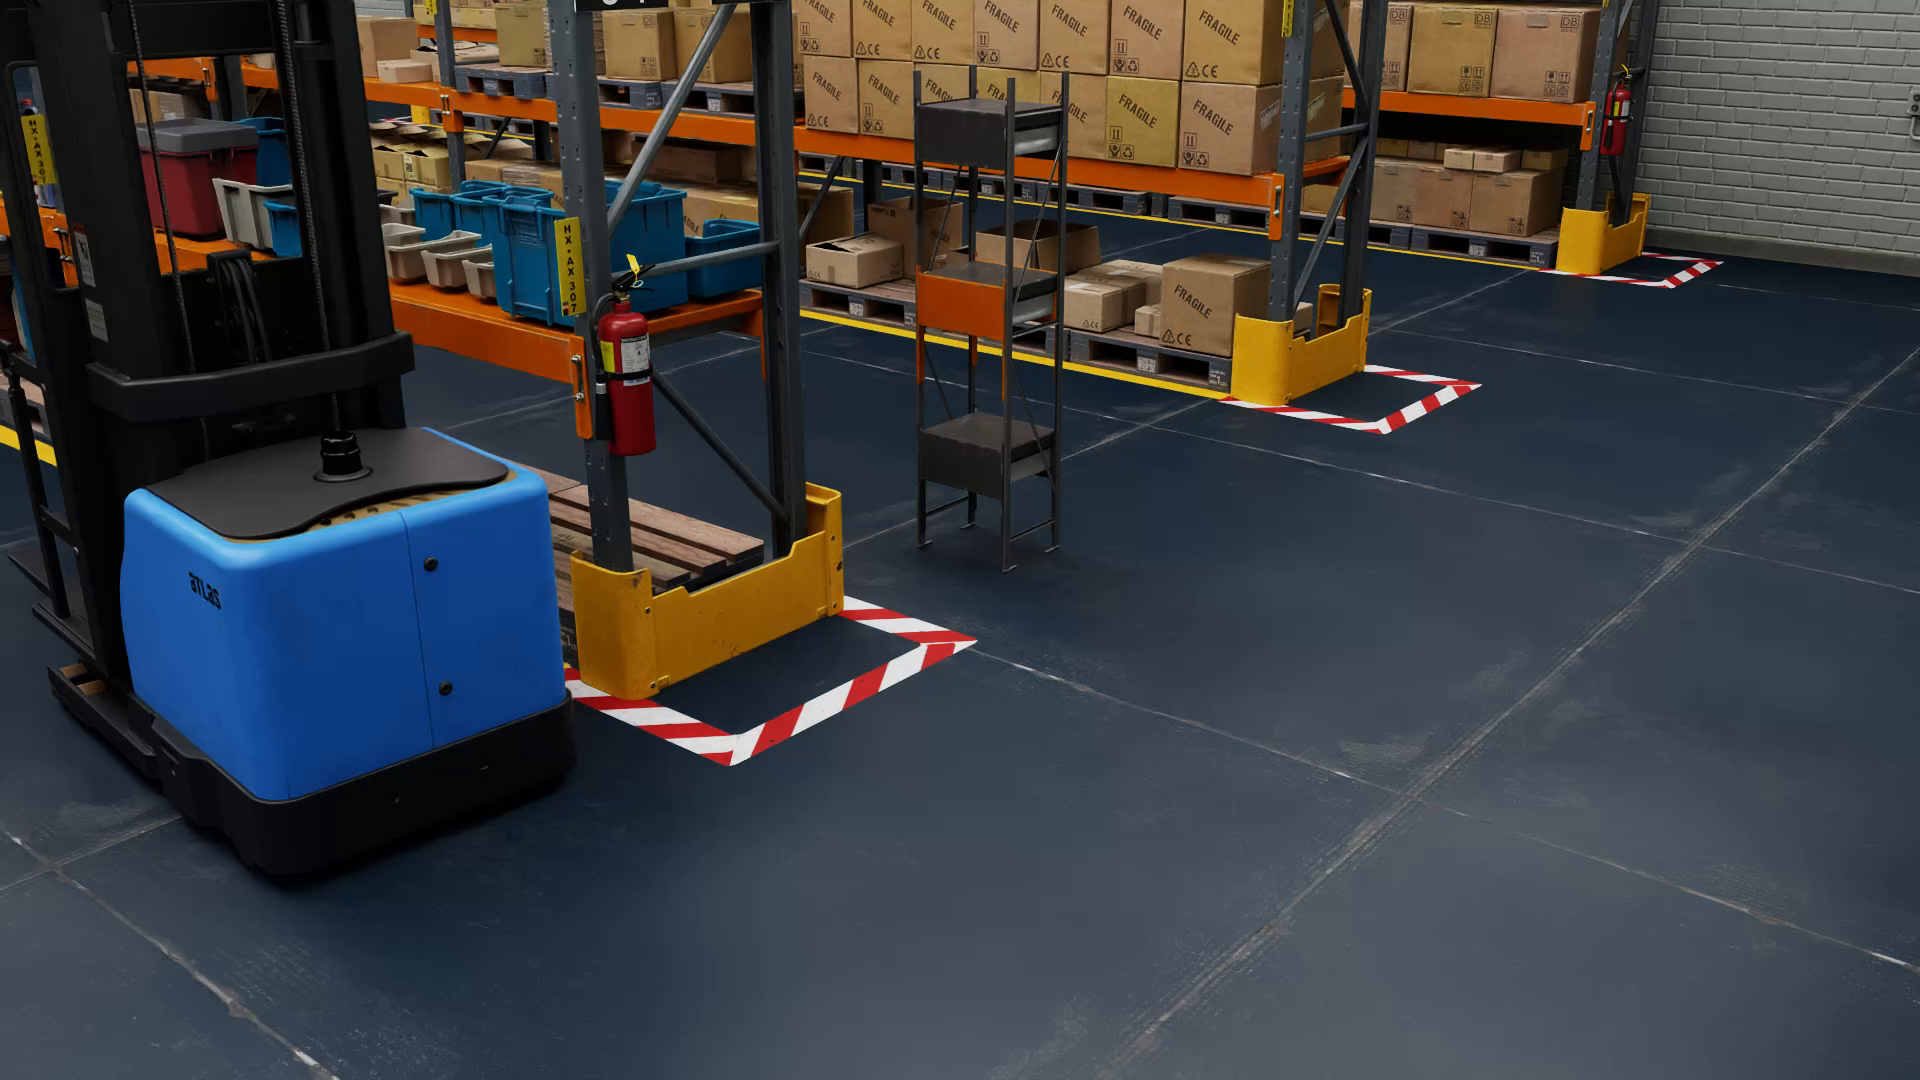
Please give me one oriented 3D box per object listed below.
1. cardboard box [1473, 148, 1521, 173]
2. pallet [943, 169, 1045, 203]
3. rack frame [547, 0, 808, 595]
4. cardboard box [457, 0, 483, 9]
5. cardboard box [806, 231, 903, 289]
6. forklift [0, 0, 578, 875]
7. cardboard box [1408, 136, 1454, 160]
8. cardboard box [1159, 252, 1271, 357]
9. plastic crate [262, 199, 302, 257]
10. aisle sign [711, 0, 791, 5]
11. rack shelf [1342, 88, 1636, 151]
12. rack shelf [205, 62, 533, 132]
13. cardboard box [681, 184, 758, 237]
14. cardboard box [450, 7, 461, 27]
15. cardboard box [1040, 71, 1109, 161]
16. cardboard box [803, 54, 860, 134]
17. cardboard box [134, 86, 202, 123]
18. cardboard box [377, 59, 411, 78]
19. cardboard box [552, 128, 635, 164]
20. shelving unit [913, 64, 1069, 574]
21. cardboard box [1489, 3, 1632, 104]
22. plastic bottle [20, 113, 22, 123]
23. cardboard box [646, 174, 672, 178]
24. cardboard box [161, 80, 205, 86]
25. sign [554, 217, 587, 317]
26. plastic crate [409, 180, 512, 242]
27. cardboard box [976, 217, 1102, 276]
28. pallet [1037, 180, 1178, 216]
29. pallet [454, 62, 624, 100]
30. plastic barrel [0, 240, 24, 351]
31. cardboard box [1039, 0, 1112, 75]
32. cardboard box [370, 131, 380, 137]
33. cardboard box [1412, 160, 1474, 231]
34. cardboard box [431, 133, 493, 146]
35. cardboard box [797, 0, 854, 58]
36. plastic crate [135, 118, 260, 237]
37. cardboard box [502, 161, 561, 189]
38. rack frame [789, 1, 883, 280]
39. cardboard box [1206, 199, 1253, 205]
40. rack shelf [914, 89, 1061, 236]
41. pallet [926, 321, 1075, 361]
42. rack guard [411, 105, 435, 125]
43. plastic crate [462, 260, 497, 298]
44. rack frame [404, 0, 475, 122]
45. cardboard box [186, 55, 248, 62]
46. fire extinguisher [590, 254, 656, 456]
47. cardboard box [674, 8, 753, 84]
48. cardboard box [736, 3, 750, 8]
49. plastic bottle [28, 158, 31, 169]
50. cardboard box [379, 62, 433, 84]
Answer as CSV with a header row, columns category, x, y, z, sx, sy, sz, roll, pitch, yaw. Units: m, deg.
category,x,y,z,sx,sy,sz,roll,pitch,yaw
cardboard box,4.459,-3.149,13.796,0.250,0.149,0.380,16,26,36
pallet,0.585,-3.723,17.240,1.213,0.211,1.003,16,26,36
rack frame,-0.985,-1.003,6.077,0.127,3.000,1.000,16,26,36
cardboard box,-6.164,-7.152,21.505,0.500,0.500,0.500,15,25,35
cardboard box,-0.761,-2.044,12.023,0.500,0.311,0.500,16,26,36
forklift,-2.659,-0.819,5.685,1.130,2.935,3.031,-19,28,-41
cardboard box,4.113,-3.423,14.521,0.250,0.149,0.380,17,26,37
cardboard box,1.573,-1.446,10.172,0.500,0.500,0.500,16,26,36
plastic crate,-2.738,-1.341,7.125,0.300,0.233,0.416,16,26,36
aisle sign,-0.742,-2.285,5.791,0.004,0.787,0.394,16,26,36
rack shelf,3.730,-3.821,14.569,4.000,0.370,1.077,16,26,36
rack shelf,-5.598,-4.251,15.709,4.000,0.370,1.077,16,26,36
cardboard box,-1.890,-2.429,12.778,0.500,0.500,0.500,16,26,36
cardboard box,-6.528,-6.912,21.932,0.500,0.250,0.500,15,25,35
cardboard box,0.843,-2.656,10.319,0.500,0.500,0.500,16,26,37
cardboard box,-0.727,-3.107,11.515,0.500,0.500,0.500,17,26,38
cardboard box,-8.414,-4.563,17.757,0.500,0.500,0.500,16,26,36
cardboard box,-5.072,-4.293,15.156,0.250,0.149,0.380,19,27,40
cardboard box,-3.129,-3.372,14.216,0.500,0.250,0.500,17,27,38
shelving unit,0.128,-0.946,7.200,0.503,2.100,0.431,16,26,36
cardboard box,4.878,-3.963,13.500,0.700,0.700,0.980,18,27,39
plastic bottle,-5.662,-2.424,10.010,0.133,0.283,0.061,16,26,36
cardboard box,-2.364,-2.802,13.766,0.500,0.500,0.500,15,25,34
cardboard box,-8.472,-4.817,18.431,0.500,0.500,0.500,16,26,36
sign,-1.320,-0.925,5.640,0.005,0.325,0.100,16,26,36
plastic crate,-2.221,-1.459,7.437,0.300,0.233,0.416,16,26,36
cardboard box,0.510,-1.869,11.287,0.637,0.503,0.797,16,26,36
pallet,1.535,-3.450,16.519,1.213,0.211,1.003,16,26,36
pallet,-3.479,-3.919,14.082,1.003,0.211,1.213,16,26,36
plastic barrel,-5.918,-1.500,10.216,0.708,0.588,0.600,16,26,36
cardboard box,0.834,-3.122,10.137,0.500,0.500,0.500,17,26,38
cardboard box,-5.792,-3.703,15.743,0.500,0.311,0.500,17,26,38
cardboard box,4.286,-2.979,14.263,0.500,0.500,0.700,16,26,36
cardboard box,-4.680,-3.625,15.538,0.500,0.311,0.500,15,26,35
cardboard box,-0.762,-3.581,11.355,0.500,0.500,0.500,17,26,38
plastic crate,-3.551,-1.686,7.711,0.583,0.464,0.402,16,26,36
cardboard box,-3.467,-2.882,13.980,0.500,0.500,0.500,15,25,34
rack frame,-0.949,-3.249,12.032,0.127,3.000,1.000,16,26,36
cardboard box,2.695,-3.436,15.475,0.500,0.500,0.700,16,26,37
rack shelf,0.128,-1.588,6.958,0.480,0.518,0.431,16,26,36
pallet,0.532,-1.518,11.395,1.213,0.211,1.003,16,26,36
rack guard,-7.058,-6.094,23.121,0.348,0.500,1.175,16,26,36
plastic crate,-1.731,-1.040,6.464,0.243,0.136,0.396,16,26,36
rack frame,-7.117,-7.281,22.724,0.127,3.000,1.000,16,26,36
cardboard box,-7.495,-5.178,17.005,0.500,0.500,0.700,15,25,35
fire extinguisher,-1.156,-0.634,5.738,0.183,0.674,0.296,16,26,36
cardboard box,-1.748,-3.795,12.743,0.700,0.500,0.500,-17,27,-38
cardboard box,-2.269,-6.123,18.888,0.500,0.500,0.700,16,26,36
plastic bottle,-4.802,-1.880,8.567,0.133,0.283,0.061,16,26,36
cardboard box,-4.920,-4.149,14.774,0.250,0.149,0.380,16,26,36
